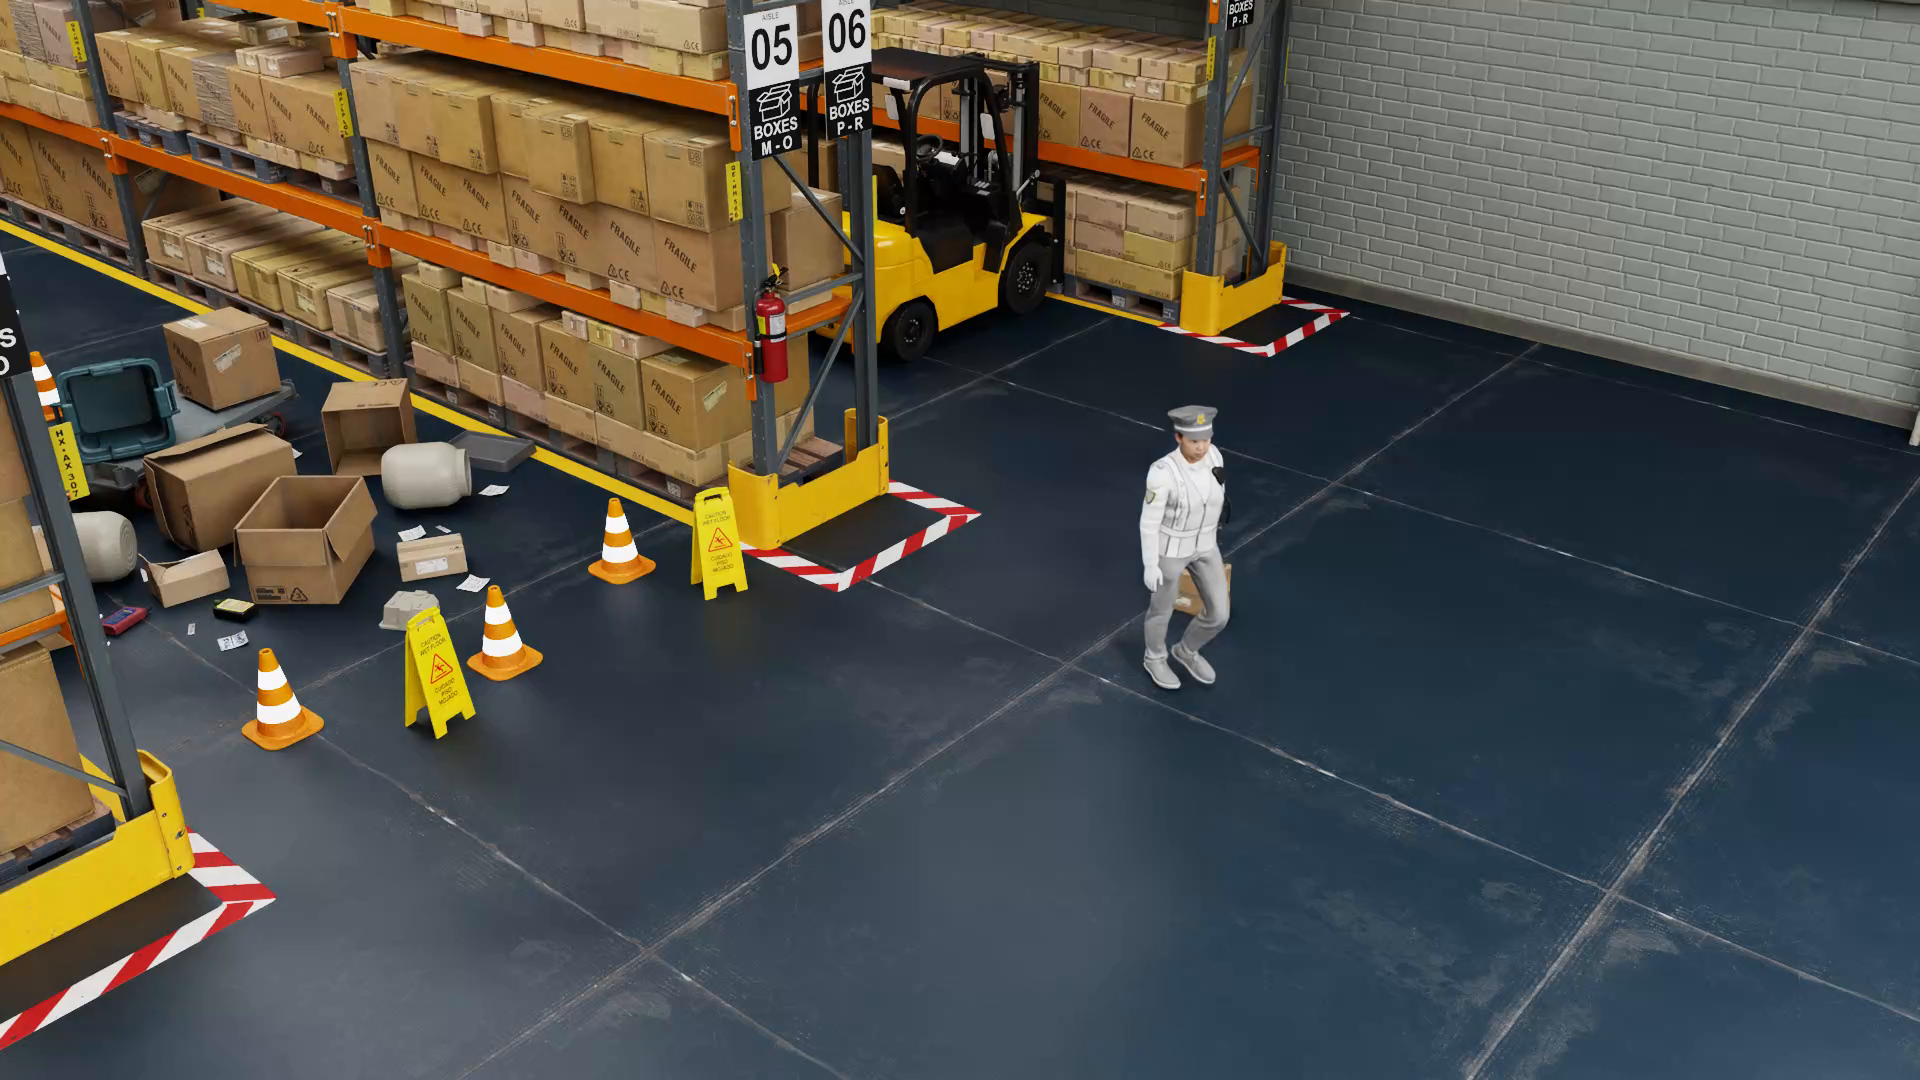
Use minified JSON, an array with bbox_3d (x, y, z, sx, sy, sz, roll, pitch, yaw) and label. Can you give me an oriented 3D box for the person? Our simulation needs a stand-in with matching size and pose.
[{"bbox_3d":[1.121,0.048,8.471,0.514,1.662,0.488,-12,30,-22],"label":"person"}]
